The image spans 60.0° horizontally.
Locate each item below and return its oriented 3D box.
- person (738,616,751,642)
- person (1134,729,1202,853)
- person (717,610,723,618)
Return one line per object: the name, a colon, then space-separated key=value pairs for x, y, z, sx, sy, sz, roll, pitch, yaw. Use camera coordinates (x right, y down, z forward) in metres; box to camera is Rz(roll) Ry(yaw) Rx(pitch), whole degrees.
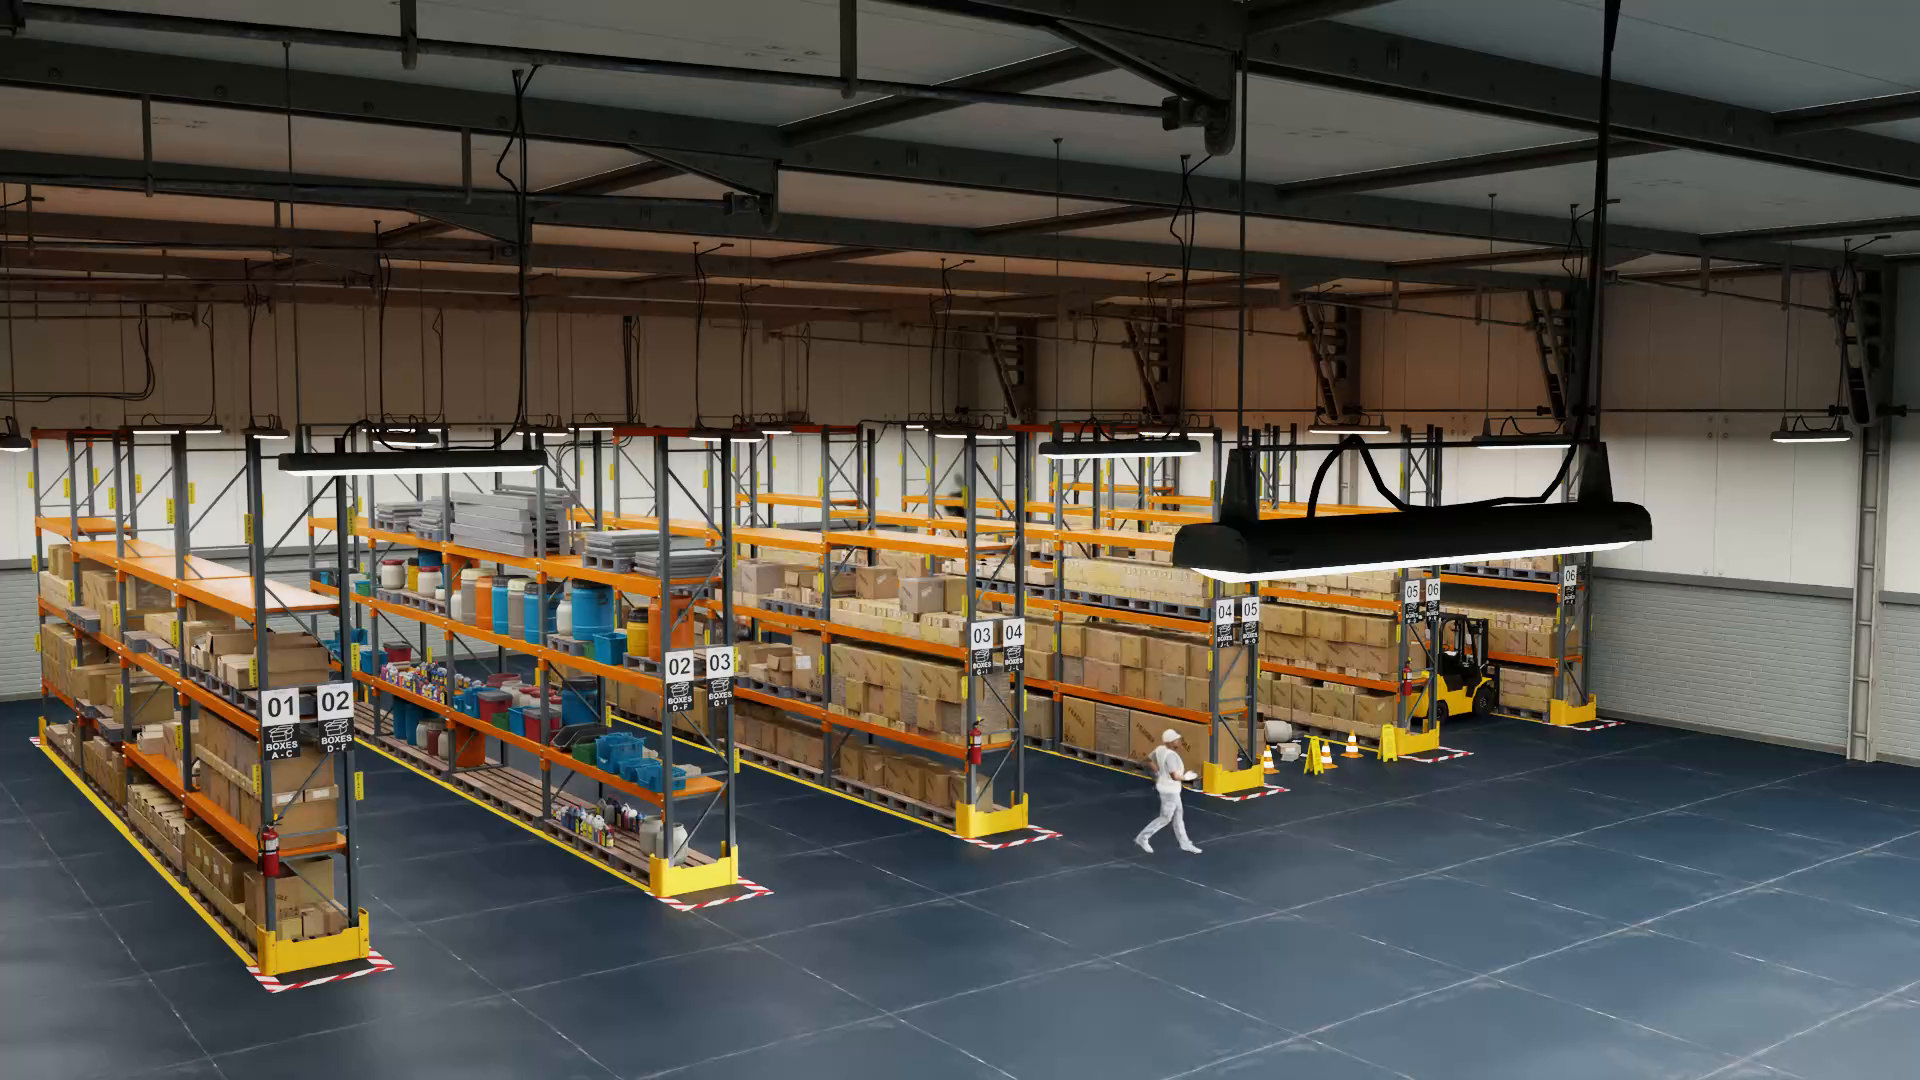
person: x=-4.863 y=2.547 z=37.398 sx=0.637 sy=1.678 sz=0.612 roll=-4 pitch=6 yaw=-38
person: x=2.953 y=3.565 z=23.509 sx=0.988 sy=1.792 sz=0.691 roll=0 pitch=4 yaw=-4
person: x=-5.868 y=2.320 z=41.096 sx=0.612 sy=1.639 sz=0.660 roll=4 pitch=6 yaw=38
